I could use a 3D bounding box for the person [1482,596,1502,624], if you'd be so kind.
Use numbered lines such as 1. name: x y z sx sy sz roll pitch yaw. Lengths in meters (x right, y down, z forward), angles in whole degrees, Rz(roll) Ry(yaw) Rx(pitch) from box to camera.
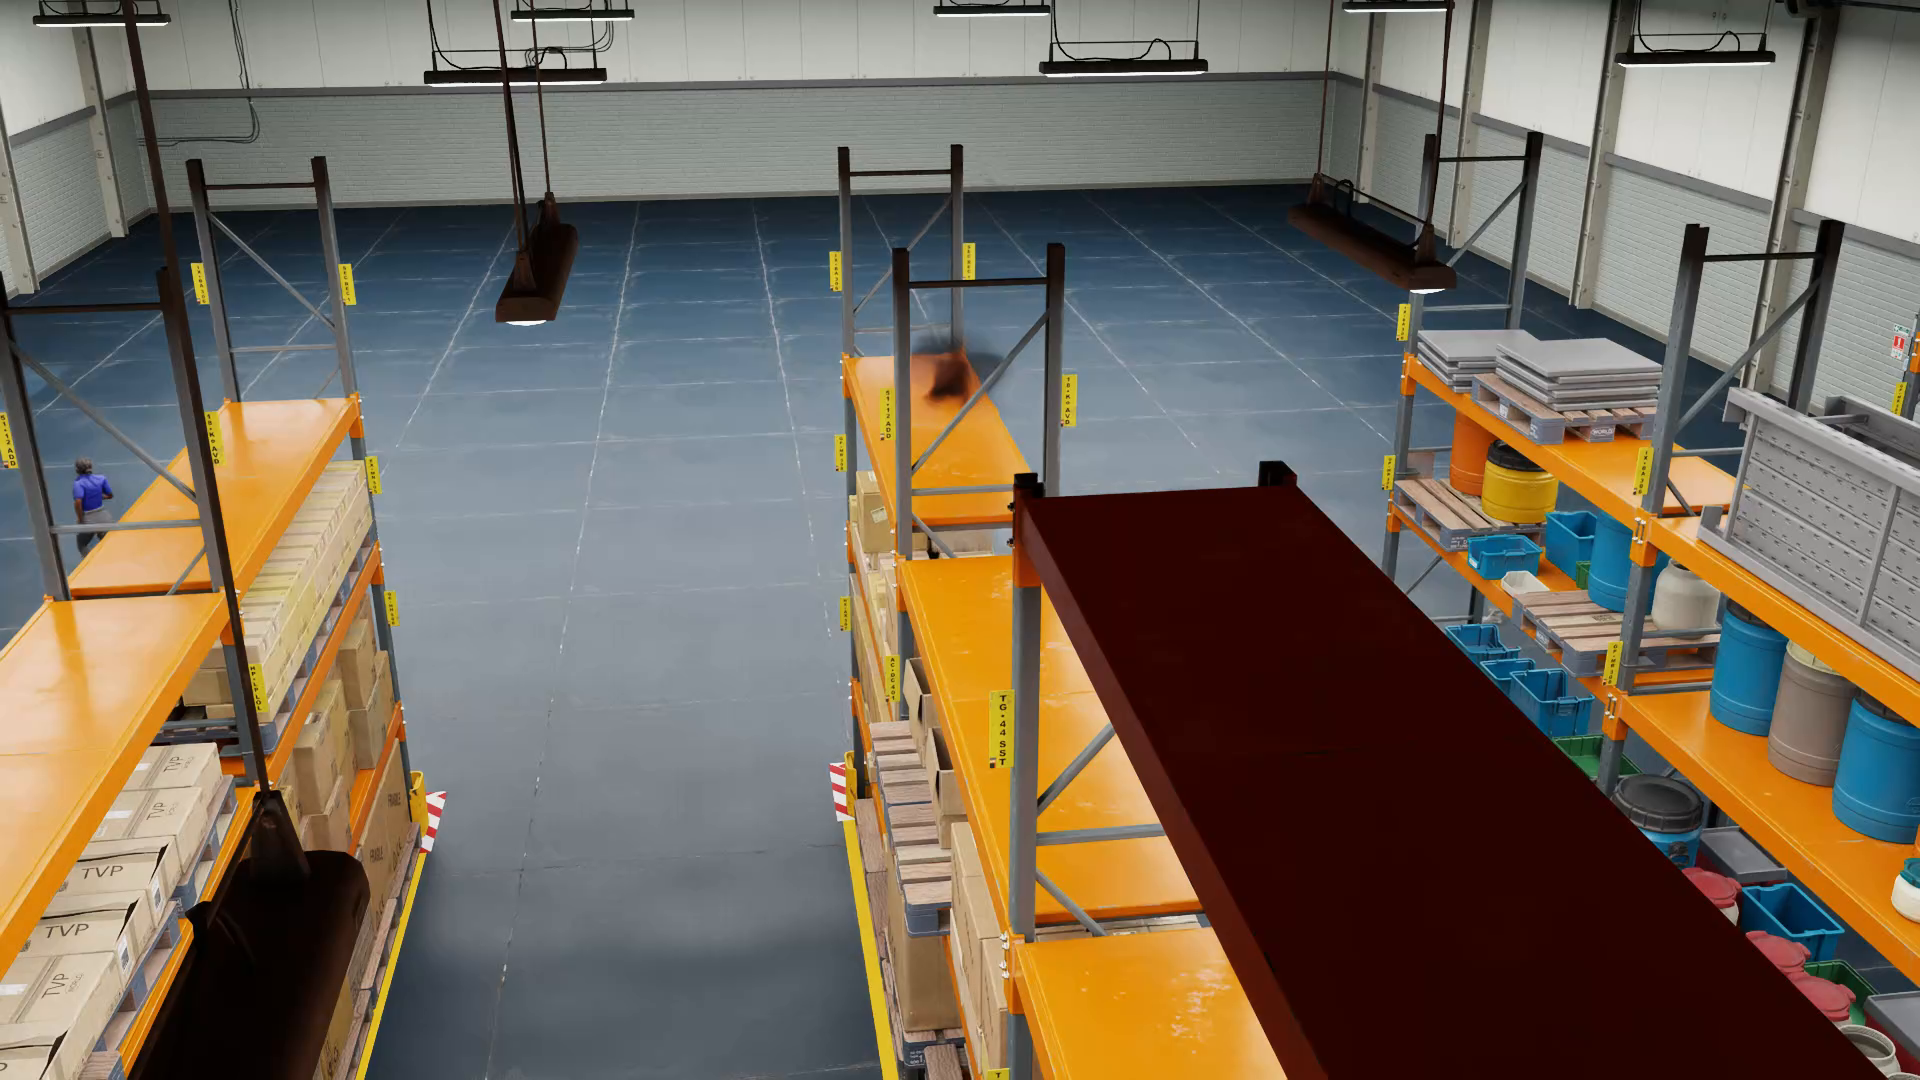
1. person: 6.242 0.218 18.888 0.564 1.658 0.617 9 23 21

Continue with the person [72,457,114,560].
1. person: -10.333 -0.177 19.885 0.739 1.710 0.568 17 27 36
